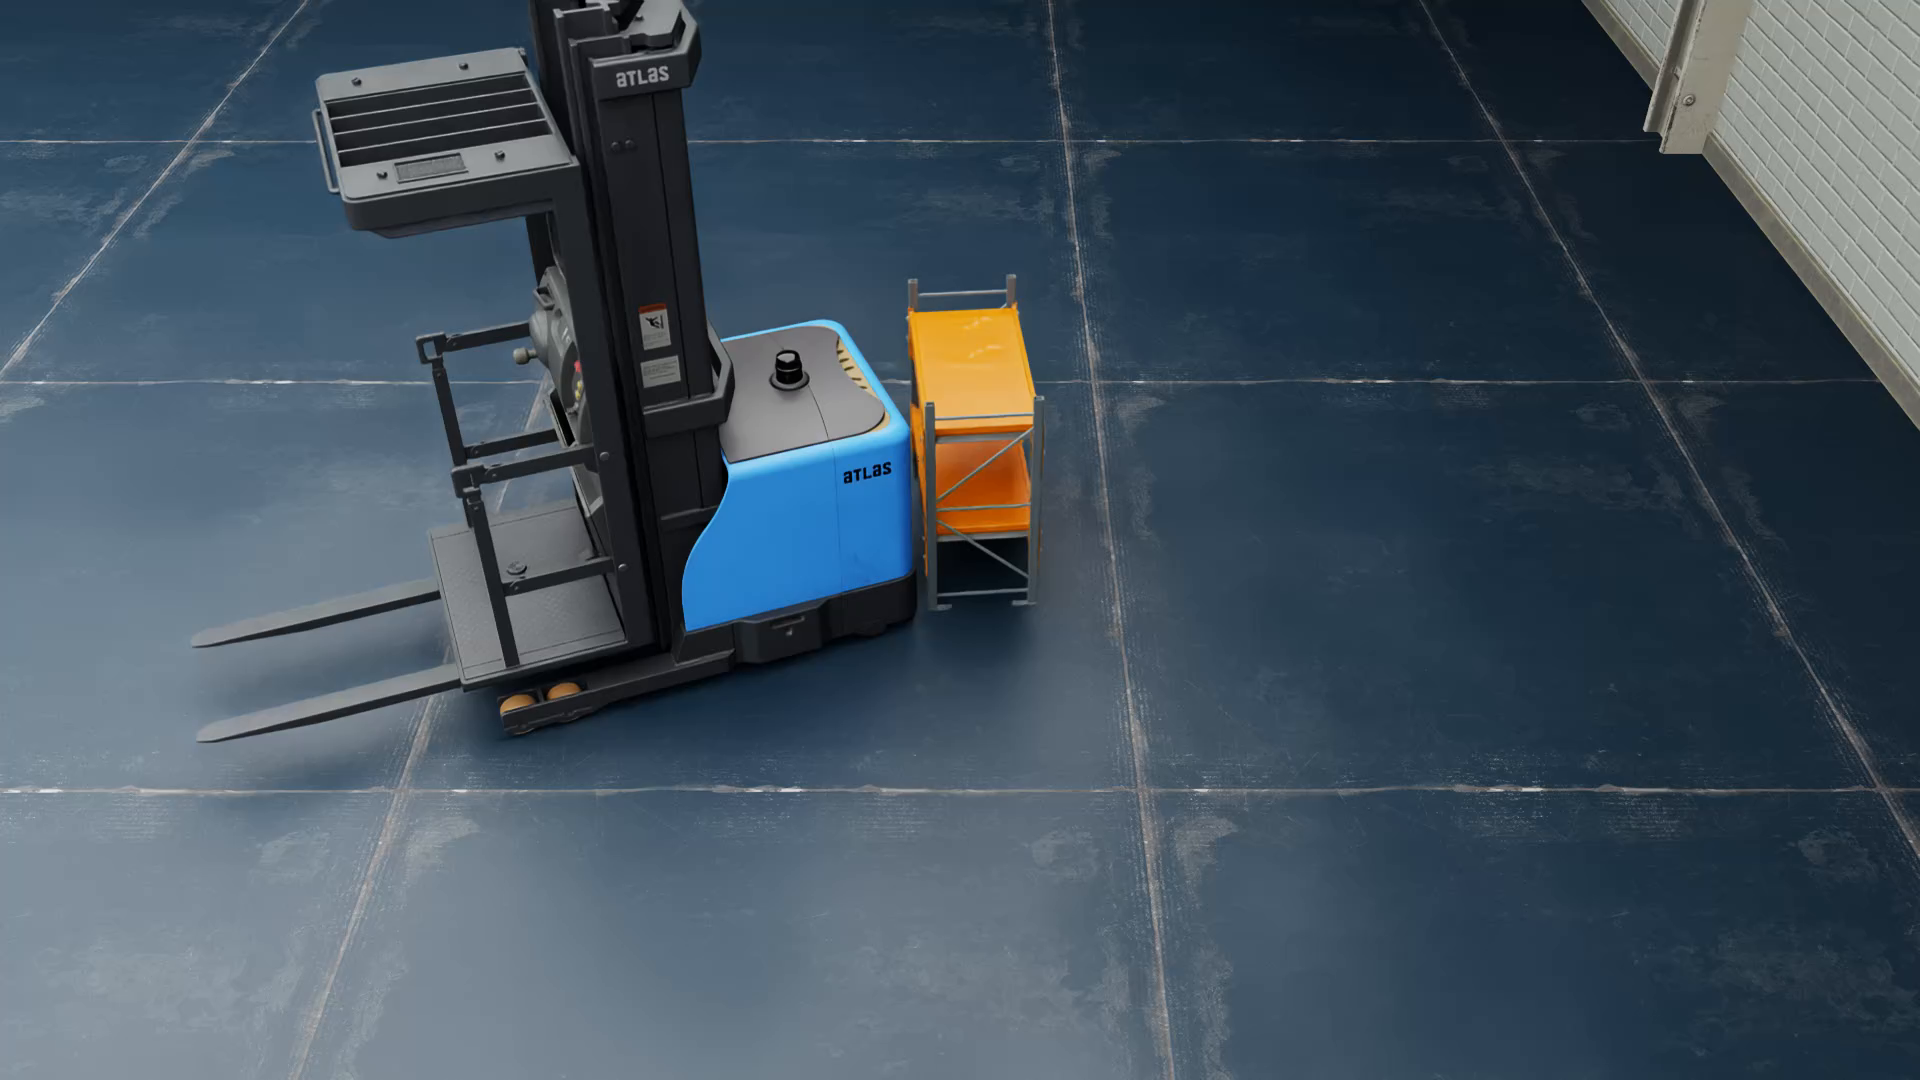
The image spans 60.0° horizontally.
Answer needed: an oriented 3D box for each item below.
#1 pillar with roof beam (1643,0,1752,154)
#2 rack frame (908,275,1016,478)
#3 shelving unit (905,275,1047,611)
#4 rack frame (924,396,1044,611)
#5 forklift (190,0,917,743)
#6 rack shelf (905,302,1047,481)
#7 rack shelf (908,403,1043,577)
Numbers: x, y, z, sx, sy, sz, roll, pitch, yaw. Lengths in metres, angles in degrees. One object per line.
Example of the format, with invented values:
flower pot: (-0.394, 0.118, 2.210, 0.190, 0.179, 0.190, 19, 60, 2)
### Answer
pillar with roof beam: (0.600, -6.250, 8.599, 9.100, 9.000, 0.400, 0, 39, 0)
rack frame: (0.011, -0.773, 8.061, 0.500, 1.125, 0.032, -3, 39, -4)
shelving unit: (0.056, -0.456, 7.665, 0.538, 1.125, 1.048, -3, 39, -4)
rack frame: (0.102, -0.140, 7.270, 0.500, 1.125, 0.032, -3, 39, -4)
forklift: (-1.763, -0.706, 6.533, 3.031, 2.935, 1.130, -14, 41, -17)
rack shelf: (0.056, -0.685, 7.482, 0.538, 0.278, 1.000, -3, 39, -4)
rack shelf: (0.056, -0.266, 7.818, 0.538, 0.278, 1.000, -3, 39, -4)
